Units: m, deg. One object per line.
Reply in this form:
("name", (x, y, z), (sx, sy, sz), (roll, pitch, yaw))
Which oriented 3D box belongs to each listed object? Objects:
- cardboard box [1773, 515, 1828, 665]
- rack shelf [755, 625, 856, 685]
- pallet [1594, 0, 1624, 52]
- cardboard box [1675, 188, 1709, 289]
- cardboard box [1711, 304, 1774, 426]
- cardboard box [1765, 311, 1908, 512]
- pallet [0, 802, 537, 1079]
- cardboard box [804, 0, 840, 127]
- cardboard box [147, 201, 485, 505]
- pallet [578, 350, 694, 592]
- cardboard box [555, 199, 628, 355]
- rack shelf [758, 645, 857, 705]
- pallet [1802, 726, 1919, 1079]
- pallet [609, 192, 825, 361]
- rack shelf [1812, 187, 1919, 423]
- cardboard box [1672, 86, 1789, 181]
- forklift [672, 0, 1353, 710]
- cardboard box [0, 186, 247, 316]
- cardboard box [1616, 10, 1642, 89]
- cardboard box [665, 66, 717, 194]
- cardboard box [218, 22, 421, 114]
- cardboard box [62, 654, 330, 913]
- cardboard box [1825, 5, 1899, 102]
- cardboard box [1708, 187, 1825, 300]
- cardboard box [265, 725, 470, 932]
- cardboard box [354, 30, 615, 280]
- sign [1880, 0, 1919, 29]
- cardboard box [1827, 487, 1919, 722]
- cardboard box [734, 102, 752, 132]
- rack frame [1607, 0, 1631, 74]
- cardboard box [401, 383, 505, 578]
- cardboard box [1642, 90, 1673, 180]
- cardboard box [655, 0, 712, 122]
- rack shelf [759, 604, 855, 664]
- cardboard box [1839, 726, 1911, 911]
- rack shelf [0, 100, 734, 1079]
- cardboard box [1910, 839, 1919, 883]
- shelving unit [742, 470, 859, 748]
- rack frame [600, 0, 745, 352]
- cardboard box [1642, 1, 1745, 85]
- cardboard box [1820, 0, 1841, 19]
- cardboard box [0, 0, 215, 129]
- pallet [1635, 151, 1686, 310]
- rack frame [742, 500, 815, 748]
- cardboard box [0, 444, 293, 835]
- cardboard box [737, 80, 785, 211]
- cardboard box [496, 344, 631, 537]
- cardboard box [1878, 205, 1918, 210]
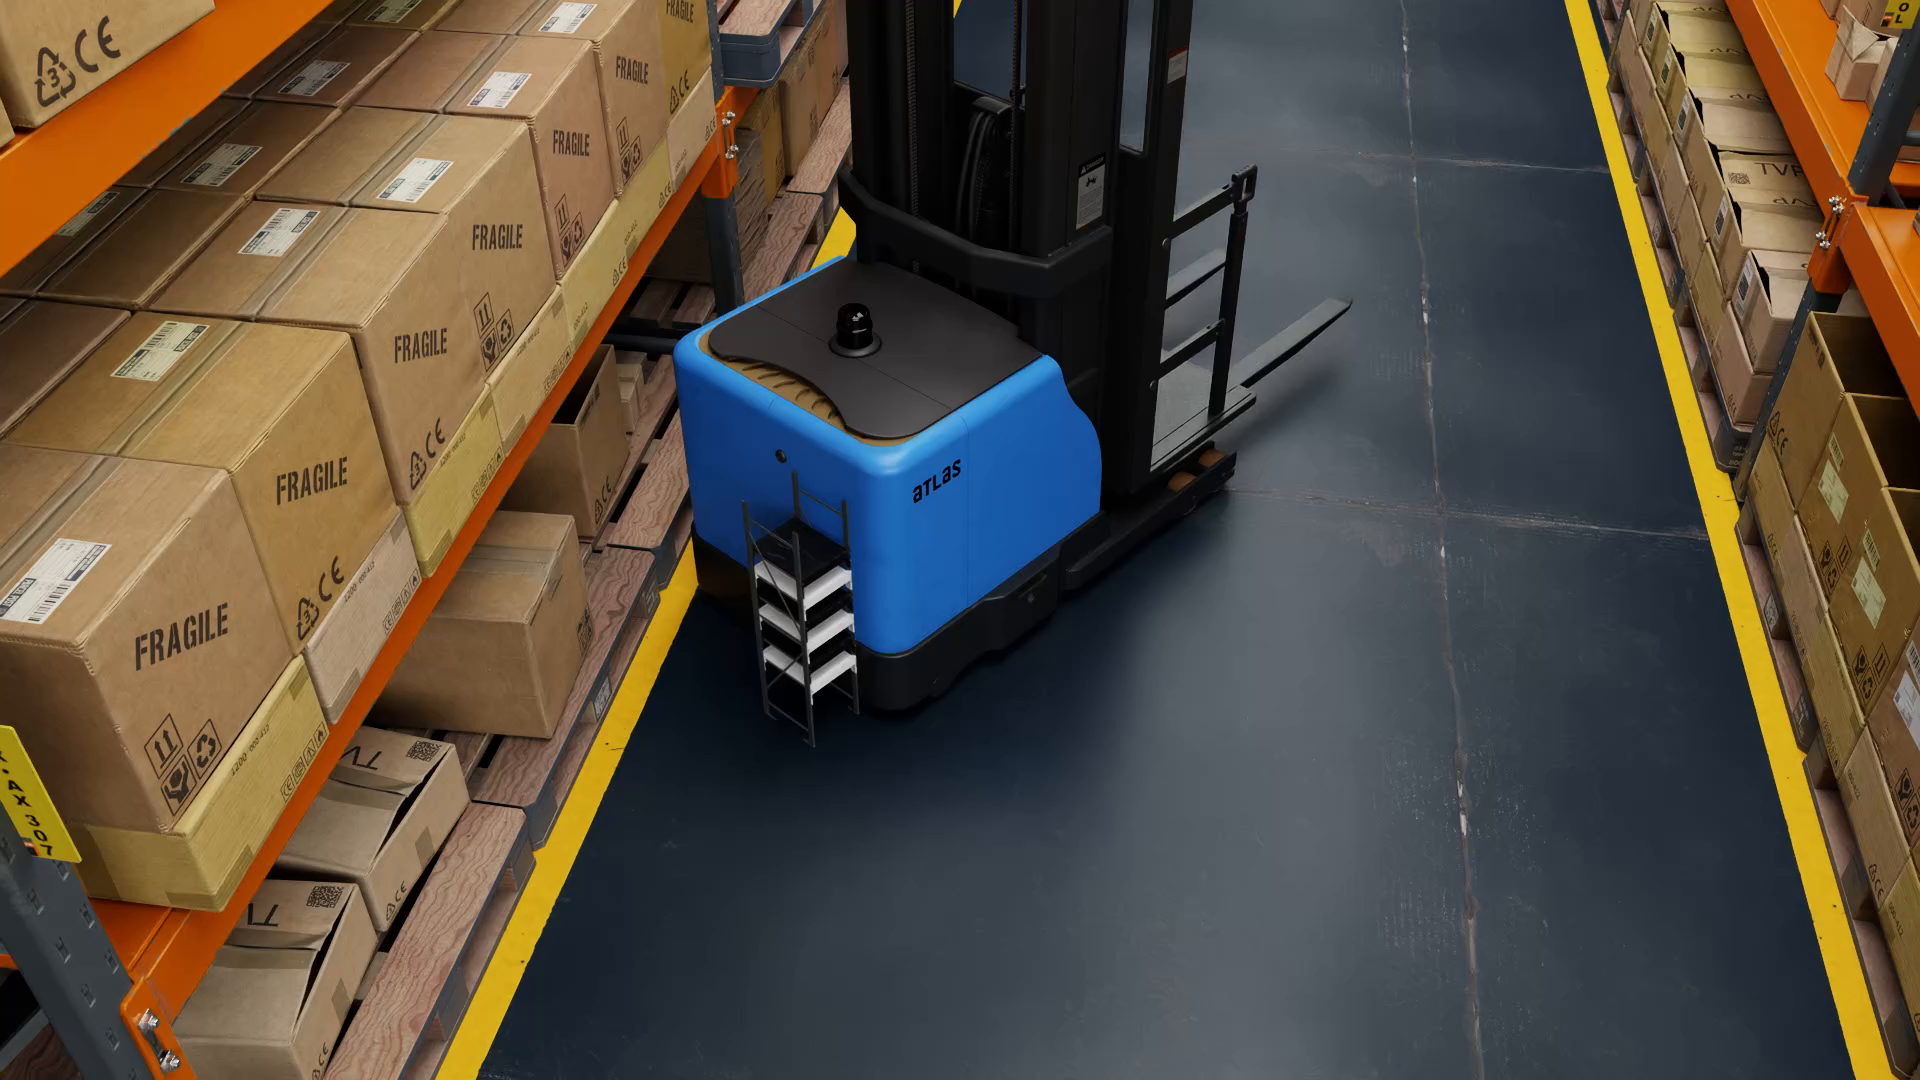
("cardboard box", (3.033, 0.190, 5.494), (0.500, 0.250, 0.500), (6, 40, 8))
("rack shelf", (-0.495, 0.327, 5.342), (0.258, 0.077, 0.200), (30, 48, 31))
("pallet", (4.362, -3.178, 9.929), (1.003, 0.211, 1.213), (6, 40, 8))
("cardboard box", (3.467, -1.311, 7.310), (0.500, 0.250, 0.500), (7, 40, 9))
("cardboard box", (3.289, -0.673, 6.538), (0.500, 0.250, 0.500), (6, 40, 7))
("cardboard box", (3.114, -0.413, 5.635), (0.500, 0.500, 0.500), (6, 40, 8))
("pallet", (-1.880, 1.209, 4.622), (1.003, 0.211, 1.213), (6, 40, 8))
("cardboard box", (-1.019, -2.456, 8.483), (0.700, 0.500, 0.500), (6, 40, 7))
("cardboard box", (-1.499, -0.450, 3.954), (0.500, 0.500, 0.500), (5, 40, 6))
("pallet", (-1.458, -0.322, 6.474), (1.003, 0.211, 1.213), (6, 40, 8))
("cardboard box", (-1.326, -0.812, 4.980), (0.500, 0.250, 0.500), (6, 40, 7))
("rack shelf", (-0.495, 0.396, 5.399), (0.258, 0.077, 0.200), (30, 48, 31))
("pallet", (3.115, 1.059, 4.804), (1.003, 0.211, 1.213), (6, 40, 8))
("pallet", (-1.243, -1.236, 7.580), (1.003, 0.211, 1.213), (6, 40, 8))
("rack shelf", (3.157, 0.254, 4.153), (1.077, 0.370, 4.000), (6, 40, 8))
("cardboard box", (3.554, -1.838, 7.507), (0.500, 0.311, 0.500), (6, 40, 7))
("forklift", (0.422, -1.423, 5.671), (1.130, 2.935, 3.031), (30, 48, 31))
("cardboard box", (-2.015, -0.510, 4.026), (0.500, 0.500, 0.500), (5, 40, 6))
("cardboard box", (3.815, -2.595, 8.862), (0.500, 0.250, 0.500), (6, 40, 8))
("cardboard box", (-1.160, -1.441, 5.741), (0.500, 0.250, 0.500), (6, 40, 8))
("cardboard box", (-1.849, -1.153, 4.804), (0.500, 0.500, 0.500), (7, 40, 9))
("cardboard box", (-1.672, 0.467, 3.433), (0.500, 0.250, 0.500), (5, 40, 6))
("cardboard box", (3.474, -1.799, 6.177), (0.396, 0.266, 0.258), (5, 40, 7))
("cardboard box", (3.375, -1.210, 6.747), (0.500, 0.311, 0.500), (7, 40, 9))
("cardboard box", (-1.762, 0.773, 4.726), (0.500, 0.311, 0.500), (10, 41, 11))
("cardboard box", (-1.332, -1.102, 4.742), (0.500, 0.500, 0.500), (5, 40, 6))
("sign", (2.967, -1.748, 5.163), (0.100, 0.325, 0.005), (6, 40, 8))
("cardboard box", (2.941, 0.215, 4.876), (0.500, 0.500, 0.500), (6, 40, 8))
("cardboard box", (-1.193, -2.058, 7.413), (0.500, 0.250, 0.500), (6, 40, 7))
("rack frame", (4.195, -3.789, 8.478), (1.000, 3.000, 0.127), (6, 40, 8))
("cardboard box", (-1.502, -0.180, 4.215), (0.500, 0.250, 0.500), (6, 40, 7))
("cardboard box", (3.645, -1.952, 8.085), (0.500, 0.250, 0.500), (5, 40, 6))
("cardboard box", (-1.154, -1.730, 5.502), (0.500, 0.500, 0.500), (6, 40, 8))
("rack shelf", (-0.495, 0.258, 5.284), (0.258, 0.077, 0.200), (30, 48, 31))
("cardboard box", (2.860, 0.818, 4.735), (0.500, 0.250, 0.500), (6, 40, 8))
("rack shelf", (-1.723, -0.290, 4.811), (1.077, 0.370, 4.000), (6, 40, 8))
("cardboard box", (2.769, 0.842, 4.117), (0.500, 0.500, 0.500), (6, 40, 8))
("shelving unit", (-0.495, 0.232, 5.263), (0.258, 0.900, 0.210), (30, 48, 31))
("rack frame", (-1.377, -1.822, 6.100), (1.000, 3.000, 0.127), (6, 40, 8))
("cardboard box", (3.733, -2.480, 8.284), (0.500, 0.311, 0.500), (5, 40, 7))
("cardboard box", (3.830, -2.442, 6.771), (0.500, 0.500, 0.500), (6, 40, 8))
("cardboard box", (-1.637, -1.030, 2.693), (0.500, 0.500, 0.500), (9, 40, 11))
("pallet", (3.801, -1.438, 7.824), (1.003, 0.211, 1.213), (6, 40, 8))
("rack frame", (-0.564, 0.280, 5.205), (0.240, 0.900, 0.006), (30, 48, 31))
("cardboard box", (-1.690, 0.183, 3.188), (0.500, 0.500, 0.500), (6, 40, 8))
("cardboard box", (-1.226, -1.822, 7.716), (0.700, 0.500, 0.500), (6, 40, 7))
("cardboard box", (-1.517, -0.373, 5.963), (0.500, 0.500, 0.500), (4, 40, 4))
("cardboard box", (3.912, -1.142, 6.666), (0.500, 0.311, 0.500), (6, 40, 7))
